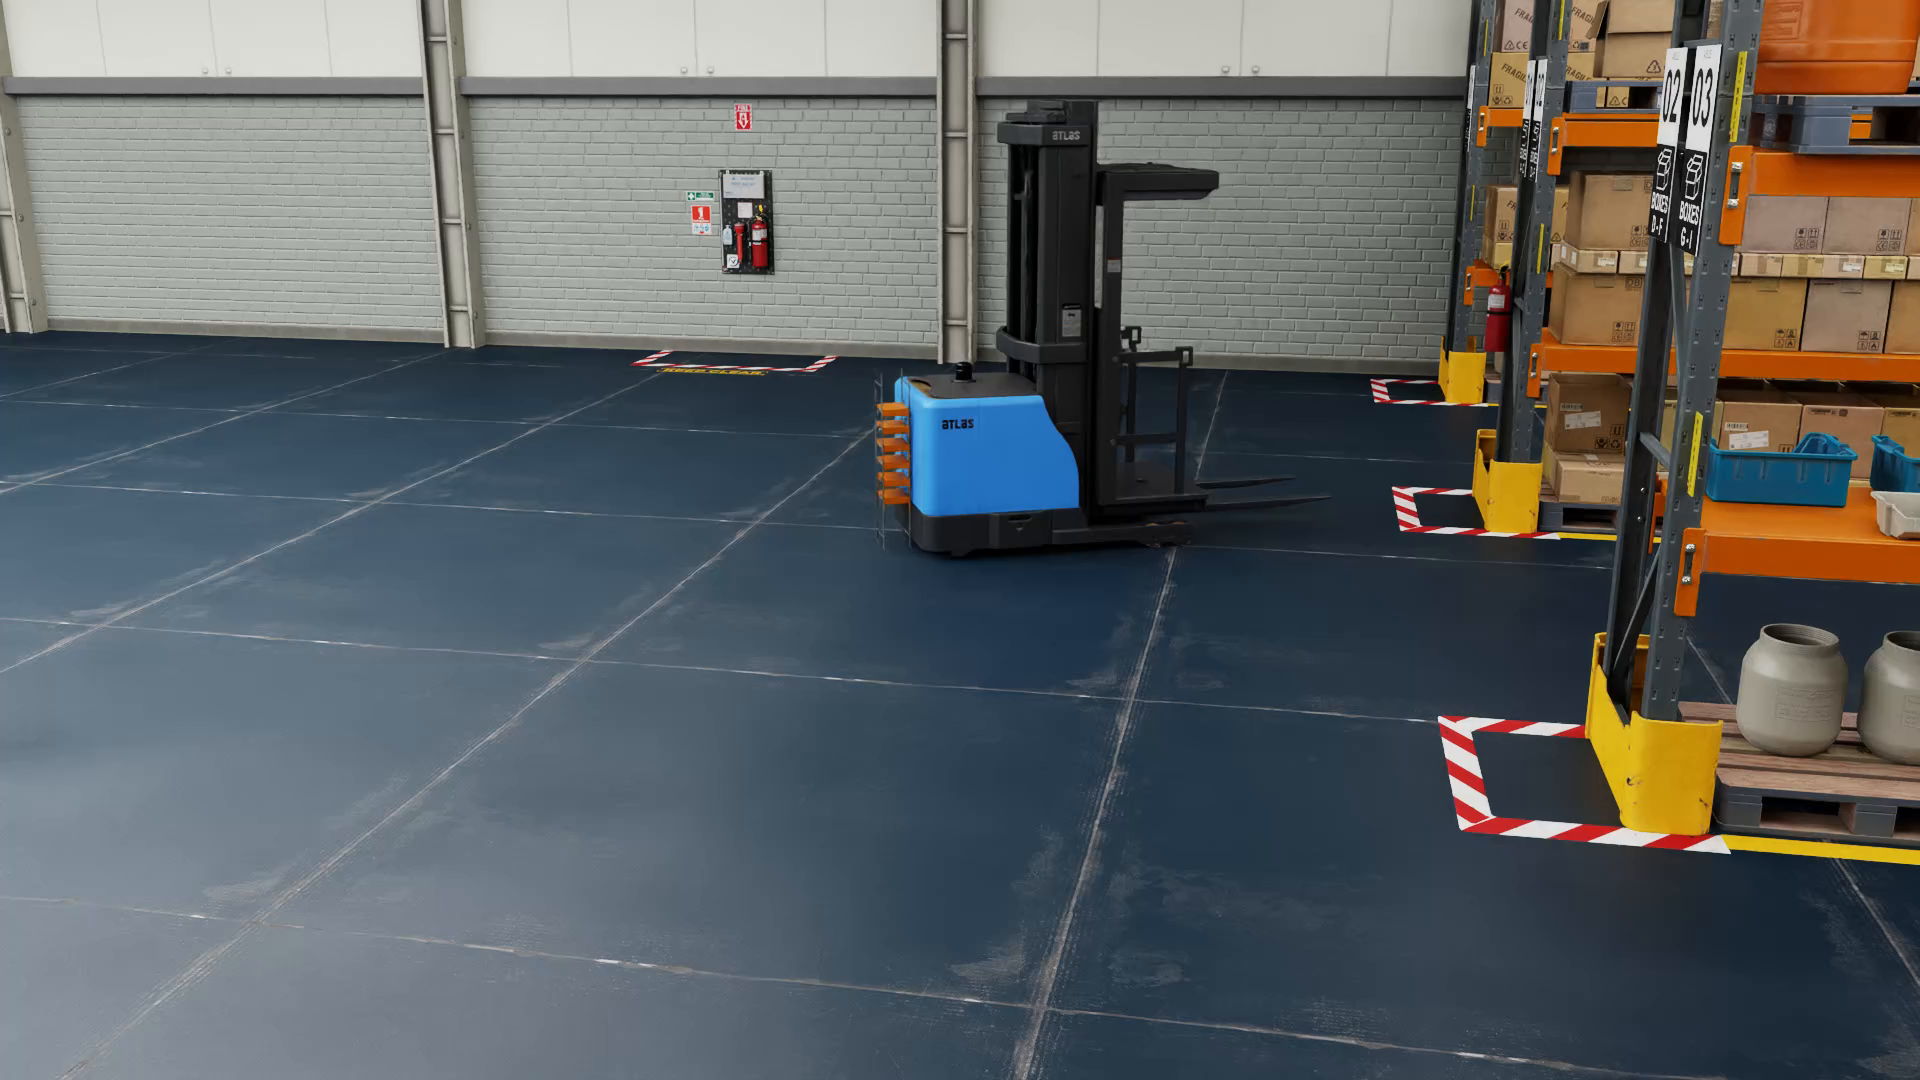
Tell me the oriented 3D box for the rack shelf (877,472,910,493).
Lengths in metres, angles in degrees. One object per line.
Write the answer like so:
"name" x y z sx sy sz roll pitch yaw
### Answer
"rack shelf" -0.454 -0.390 11.267 0.180 0.103 0.258 -4 16 -14

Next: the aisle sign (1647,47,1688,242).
"aisle sign" 3.010 -1.684 7.083 0.004 0.787 0.394 3 16 11

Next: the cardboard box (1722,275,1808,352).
"cardboard box" 5.468 -1.611 11.501 0.500 0.500 0.700 3 16 11

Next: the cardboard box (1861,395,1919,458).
"cardboard box" 6.455 -0.694 11.338 0.500 0.500 0.500 3 16 11

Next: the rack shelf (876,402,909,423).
"rack shelf" -0.454 -0.852 11.139 0.180 0.103 0.258 -4 16 -14

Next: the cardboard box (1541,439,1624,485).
"cardboard box" 4.596 -0.571 12.300 0.500 0.250 0.500 3 16 11

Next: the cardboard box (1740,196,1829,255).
"cardboard box" 5.529 -2.235 11.323 0.500 0.500 0.700 3 16 11

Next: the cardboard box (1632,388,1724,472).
"cardboard box" 4.983 -0.771 11.617 0.500 0.500 0.500 3 16 11

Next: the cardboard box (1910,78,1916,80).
"cardboard box" 8.369 -4.194 15.171 0.500 0.500 0.500 4 16 13

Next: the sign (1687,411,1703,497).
"sign" 2.907 -0.340 6.580 0.005 0.325 0.100 3 16 11

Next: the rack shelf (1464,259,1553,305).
"rack shelf" 6.955 -2.488 16.204 4.000 0.370 1.077 3 16 11

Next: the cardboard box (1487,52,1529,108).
"cardboard box" 5.273 -4.362 15.775 0.500 0.500 0.500 4 16 13

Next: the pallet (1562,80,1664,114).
"pallet" 4.700 -3.004 11.264 1.213 0.211 1.003 3 16 11

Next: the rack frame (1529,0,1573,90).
"rack frame" 4.012 -4.537 11.012 0.127 3.000 1.000 3 16 11

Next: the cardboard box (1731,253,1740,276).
"cardboard box" 5.104 -1.888 11.286 0.250 0.149 0.380 3 16 10

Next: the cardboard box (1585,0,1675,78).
"cardboard box" 4.574 -3.379 11.210 0.637 0.503 0.797 4 16 15

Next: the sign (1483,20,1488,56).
"sign" 4.887 -4.666 15.462 0.005 0.325 0.100 3 16 11

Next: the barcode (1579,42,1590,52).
"barcode" 4.404 -3.481 11.733 0.075 0.075 0.001 3 16 11

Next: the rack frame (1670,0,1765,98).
"rack frame" 3.021 -3.241 6.335 0.127 3.000 1.000 3 16 11

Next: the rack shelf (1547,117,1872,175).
"rack shelf" 5.972 -2.638 11.125 4.000 0.370 1.077 3 16 11

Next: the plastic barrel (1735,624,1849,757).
"plastic barrel" 3.681 0.662 7.358 0.421 0.512 0.421 0 15 0

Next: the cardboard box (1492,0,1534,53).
"cardboard box" 5.325 -4.843 15.639 0.500 0.500 0.500 2 16 7

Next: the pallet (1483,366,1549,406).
"pallet" 5.859 -1.541 16.660 1.213 0.211 1.003 3 16 11

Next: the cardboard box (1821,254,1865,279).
"cardboard box" 5.860 -1.847 11.138 0.250 0.149 0.380 3 16 12

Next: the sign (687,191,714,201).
"sign" -2.959 -3.918 18.956 0.331 0.109 0.001 3 16 11

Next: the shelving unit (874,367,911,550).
"shelving unit" -0.454 -0.548 11.223 0.189 1.200 0.258 -4 16 -14

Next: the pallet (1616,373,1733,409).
"pallet" 7.051 -1.476 16.424 1.213 0.211 1.003 3 16 11

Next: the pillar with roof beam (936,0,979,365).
"pillar with roof beam" -0.884 -5.215 13.460 0.400 9.000 9.100 3 16 11

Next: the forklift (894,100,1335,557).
"forklift" 1.108 -1.492 11.388 3.031 2.935 1.130 -4 16 -14

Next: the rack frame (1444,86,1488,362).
"rack frame" 4.995 -2.941 16.492 0.127 3.000 1.000 3 16 11

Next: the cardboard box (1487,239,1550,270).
"cardboard box" 5.410 -2.770 16.116 0.500 0.250 0.500 3 16 9

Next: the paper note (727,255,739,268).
"paper note" -2.600 -3.194 19.054 0.142 0.148 0.016 3 16 11

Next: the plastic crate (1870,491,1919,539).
"plastic crate" 3.834 -0.091 6.695 0.250 0.136 0.298 3 16 11

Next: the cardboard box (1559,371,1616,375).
"cardboard box" 6.214 -1.767 16.465 0.500 0.311 0.500 4 16 16

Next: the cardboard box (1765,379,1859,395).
"cardboard box" 6.069 -0.857 11.926 0.500 0.500 0.500 3 16 11

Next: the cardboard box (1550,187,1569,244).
"cardboard box" 5.886 -3.107 15.929 0.500 0.500 0.500 3 16 11

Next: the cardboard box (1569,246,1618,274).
"cardboard box" 4.354 -1.929 11.434 0.250 0.149 0.380 3 16 11

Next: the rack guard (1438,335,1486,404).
"rack guard" 5.070 -1.733 16.811 0.348 0.500 1.175 3 16 11

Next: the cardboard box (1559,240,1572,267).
"cardboard box" 4.424 -2.036 11.820 0.250 0.149 0.380 3 16 10

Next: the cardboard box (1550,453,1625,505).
"cardboard box" 4.493 -0.436 11.811 0.500 0.250 0.500 3 16 11

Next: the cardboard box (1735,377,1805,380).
"cardboard box" 7.890 -1.781 16.160 0.500 0.500 0.500 2 16 7
